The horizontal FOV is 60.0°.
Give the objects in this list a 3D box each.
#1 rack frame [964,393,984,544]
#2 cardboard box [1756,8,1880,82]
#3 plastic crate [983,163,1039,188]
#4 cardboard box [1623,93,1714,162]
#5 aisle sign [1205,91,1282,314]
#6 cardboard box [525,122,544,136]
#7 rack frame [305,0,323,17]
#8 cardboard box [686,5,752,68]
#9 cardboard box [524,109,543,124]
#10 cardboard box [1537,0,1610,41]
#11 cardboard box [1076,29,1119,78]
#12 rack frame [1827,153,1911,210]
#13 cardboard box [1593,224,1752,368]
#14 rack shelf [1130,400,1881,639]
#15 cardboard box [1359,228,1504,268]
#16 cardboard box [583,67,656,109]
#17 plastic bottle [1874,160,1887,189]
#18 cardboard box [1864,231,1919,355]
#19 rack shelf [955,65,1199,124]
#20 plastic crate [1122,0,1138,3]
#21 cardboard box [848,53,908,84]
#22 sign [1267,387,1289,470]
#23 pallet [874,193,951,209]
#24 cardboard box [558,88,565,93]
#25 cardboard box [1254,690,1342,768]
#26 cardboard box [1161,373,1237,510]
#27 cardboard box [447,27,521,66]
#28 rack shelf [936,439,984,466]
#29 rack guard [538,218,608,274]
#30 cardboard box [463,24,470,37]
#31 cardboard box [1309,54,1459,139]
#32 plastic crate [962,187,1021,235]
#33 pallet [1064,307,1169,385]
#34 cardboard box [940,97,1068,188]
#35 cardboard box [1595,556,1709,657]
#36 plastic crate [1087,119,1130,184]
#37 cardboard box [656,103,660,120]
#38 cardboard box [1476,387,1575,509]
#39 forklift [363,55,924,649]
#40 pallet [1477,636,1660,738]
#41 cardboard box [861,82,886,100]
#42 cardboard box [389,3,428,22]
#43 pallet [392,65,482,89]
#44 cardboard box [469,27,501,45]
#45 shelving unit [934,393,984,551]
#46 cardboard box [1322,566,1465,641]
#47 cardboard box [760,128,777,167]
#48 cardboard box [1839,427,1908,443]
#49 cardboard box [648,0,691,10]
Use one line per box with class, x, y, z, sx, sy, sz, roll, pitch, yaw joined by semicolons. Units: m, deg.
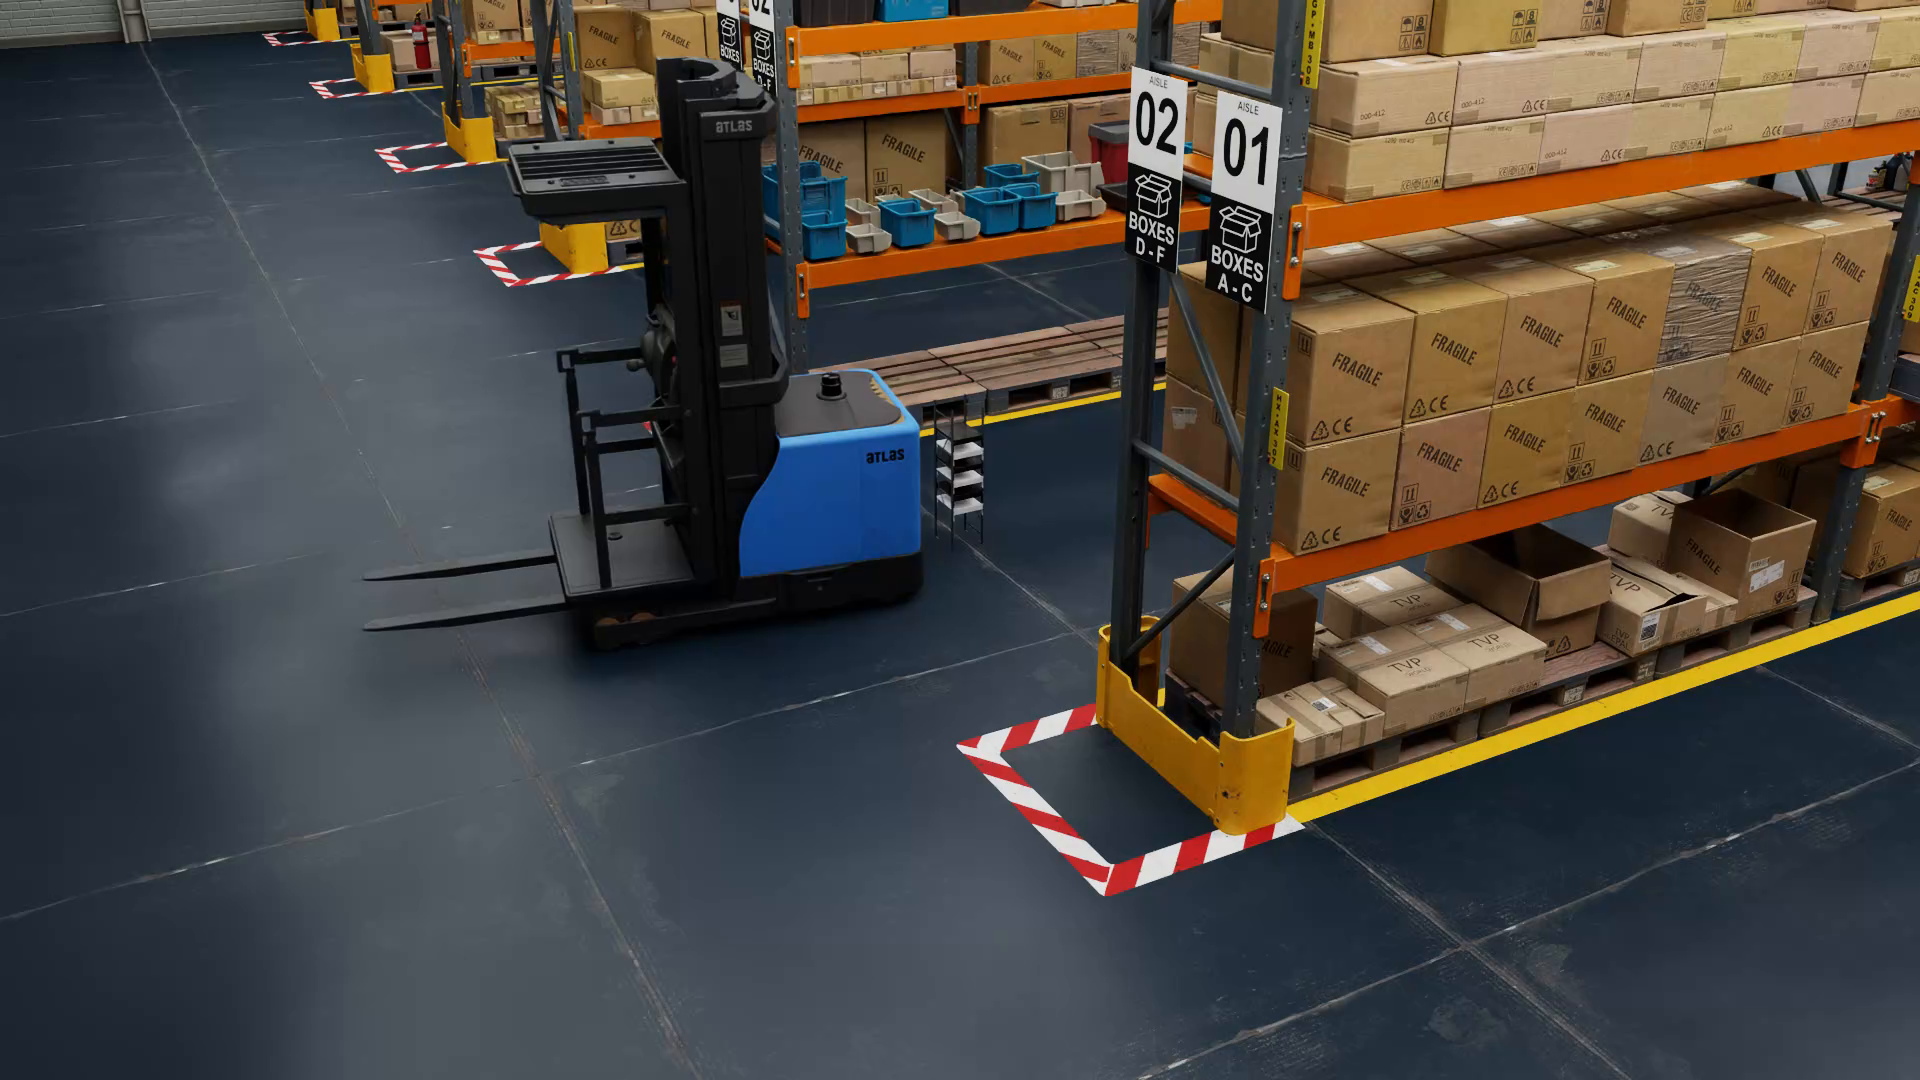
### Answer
rack frame;0.083;-0.425;10.036;0.006;0.900;0.240;-13;29;-25
cardboard box;3.800;-2.284;7.612;0.500;0.250;0.500;-13;29;-25
plastic crate;0.378;-2.622;12.312;0.300;0.233;0.416;-13;29;-25
cardboard box;2.913;-1.858;7.303;0.500;0.250;0.500;-13;29;-25
aisle sign;1.092;-1.308;6.446;0.004;0.787;0.394;-13;29;-25
cardboard box;-5.084;-4.934;19.811;0.250;0.149;0.380;-13;29;-25
rack frame;-10.646;-9.726;26.982;0.127;3.000;1.000;-13;29;-25
cardboard box;-2.198;-4.655;15.384;0.500;0.500;0.500;-14;29;-26
cardboard box;-5.038;-5.042;19.692;0.250;0.149;0.380;-13;29;-25
cardboard box;2.332;-2.433;7.057;0.500;0.500;0.700;-13;29;-25
cardboard box;1.294;-5.109;17.250;0.500;0.500;0.500;-14;29;-26
rack frame;9.275;-4.599;16.304;0.127;3.000;1.000;-13;29;-25
cardboard box;3.324;-1.163;7.877;0.500;0.500;0.500;-13;28;-25
rack shelf;2.779;-0.345;8.276;4.000;0.370;1.077;-13;29;-25
cardboard box;2.178;-1.164;7.880;0.500;0.500;0.500;-12;28;-24
cardboard box;-3.094;-4.107;15.110;0.500;0.250;0.500;-14;29;-26
plastic bottle;9.544;-3.797;17.263;0.133;0.283;0.061;-11;28;-23
cardboard box;5.067;-1.322;8.879;0.700;0.500;0.500;22;33;37
rack shelf;1.650;-4.944;17.854;4.000;0.370;1.077;-13;29;-25
plastic crate;1.273;-3.798;11.476;0.466;0.136;0.293;-13;29;-25
cardboard box;-0.836;-4.631;16.200;0.500;0.250;0.500;-12;28;-24
sign;1.270;-0.445;6.653;0.005;0.325;0.100;-13;29;-25
pallet;-0.822;-3.479;17.193;1.213;0.211;1.003;-13;29;-25
cardboard box;-4.618;-5.297;19.879;0.250;0.149;0.380;-15;29;-28
cardboard box;1.545;0.871;7.698;0.250;0.149;0.380;-13;29;-25
cardboard box;1.281;-0.502;7.656;0.500;0.500;0.500;-12;28;-24
cardboard box;-6.968;-7.228;24.254;0.875;0.438;0.875;-12;28;-24
rack shelf;-0.007;-0.536;9.929;0.200;0.077;0.258;-13;29;-25
rack guard;-3.665;-2.915;15.684;0.348;0.500;1.175;-13;29;-25
cardboard box;-5.734;-6.022;19.559;0.250;0.149;0.380;-13;29;-25
cardboard box;1.590;-1.777;6.557;0.500;0.250;0.500;-13;29;-25
plastic crate;0.221;-2.299;11.638;0.300;0.233;0.416;-13;29;-25
pallet;1.585;-1.548;13.171;1.213;0.211;1.003;-13;29;-25
cardboard box;0.441;-4.230;17.506;0.875;0.875;1.225;-13;29;-25
cardboard box;3.513;0.314;8.670;0.500;0.311;0.500;-13;29;-25
plastic crate;1.310;-2.939;12.704;0.583;0.464;0.402;-13;29;-25
cardboard box;-2.724;-3.984;15.314;0.250;0.149;0.380;-14;29;-26
cardboard box;2.427;-0.505;7.662;0.500;0.500;0.500;-13;29;-25
forklift;-1.782;-0.988;8.862;3.031;2.935;1.130;-8;27;-16
pallet;2.859;0.570;8.760;1.213;0.211;1.003;-13;29;-25
cardboard box;-0.910;-4.403;16.187;0.250;0.149;0.380;-12;28;-24
cardboard box;-9.289;-9.036;27.948;0.500;0.500;0.700;-12;28;-23
pallet;-7.639;-6.767;24.041;1.213;0.211;1.003;-13;29;-25
cardboard box;-5.449;-5.789;19.072;0.250;0.149;0.380;-13;29;-26
shelving unit;-0.007;-0.404;9.993;0.210;0.900;0.258;-13;29;-25
cardboard box;2.230;0.392;8.577;0.500;0.250;0.500;-13;29;-25
cardboard box;-2.314;-3.624;16.243;0.875;0.875;0.875;-13;29;-25
cardboard box;5.284;-0.456;10.054;0.500;0.500;0.500;-13;29;-25
cardboard box;-3.551;-6.542;19.893;0.500;0.500;0.500;-13;29;-25
